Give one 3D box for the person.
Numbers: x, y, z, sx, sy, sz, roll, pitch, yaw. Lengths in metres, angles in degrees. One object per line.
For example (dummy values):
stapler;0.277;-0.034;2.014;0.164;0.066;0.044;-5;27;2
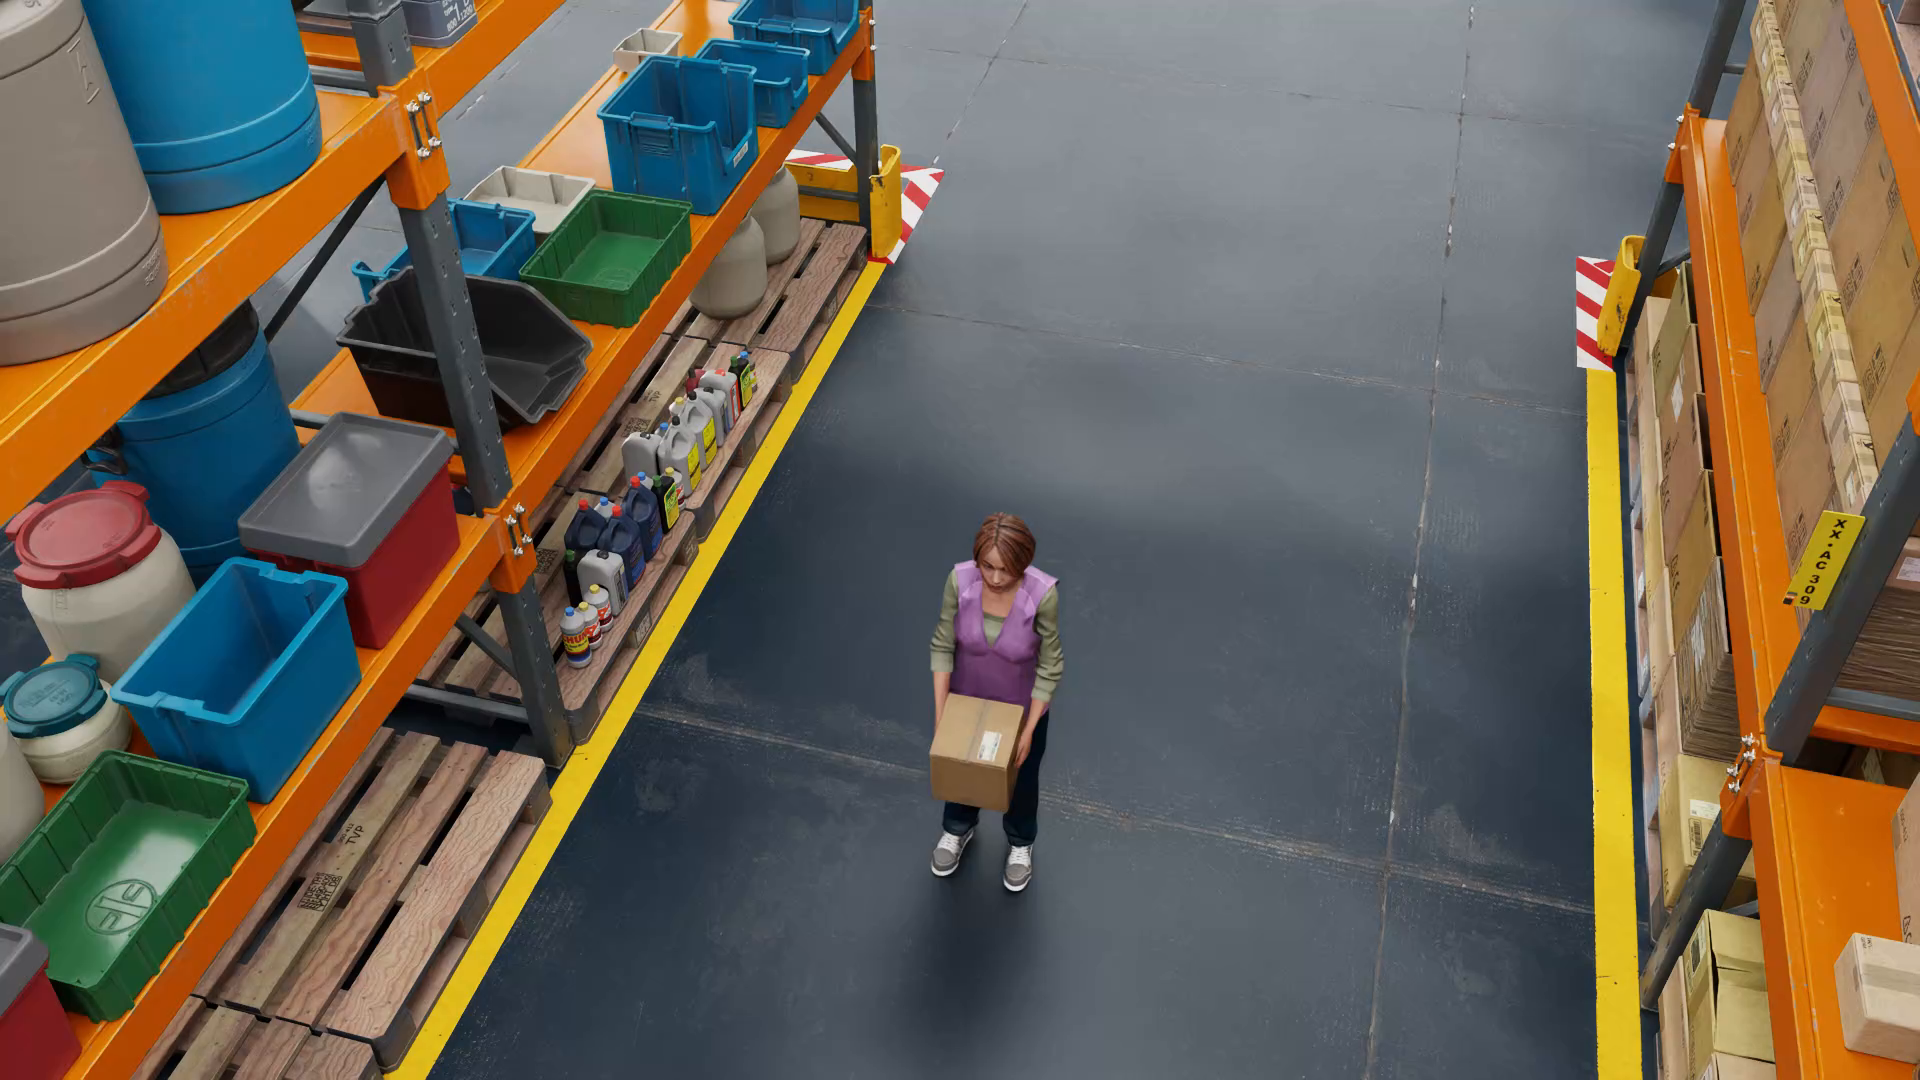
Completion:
person;0.111;0.572;5.515;0.444;1.603;0.424;10;42;11
